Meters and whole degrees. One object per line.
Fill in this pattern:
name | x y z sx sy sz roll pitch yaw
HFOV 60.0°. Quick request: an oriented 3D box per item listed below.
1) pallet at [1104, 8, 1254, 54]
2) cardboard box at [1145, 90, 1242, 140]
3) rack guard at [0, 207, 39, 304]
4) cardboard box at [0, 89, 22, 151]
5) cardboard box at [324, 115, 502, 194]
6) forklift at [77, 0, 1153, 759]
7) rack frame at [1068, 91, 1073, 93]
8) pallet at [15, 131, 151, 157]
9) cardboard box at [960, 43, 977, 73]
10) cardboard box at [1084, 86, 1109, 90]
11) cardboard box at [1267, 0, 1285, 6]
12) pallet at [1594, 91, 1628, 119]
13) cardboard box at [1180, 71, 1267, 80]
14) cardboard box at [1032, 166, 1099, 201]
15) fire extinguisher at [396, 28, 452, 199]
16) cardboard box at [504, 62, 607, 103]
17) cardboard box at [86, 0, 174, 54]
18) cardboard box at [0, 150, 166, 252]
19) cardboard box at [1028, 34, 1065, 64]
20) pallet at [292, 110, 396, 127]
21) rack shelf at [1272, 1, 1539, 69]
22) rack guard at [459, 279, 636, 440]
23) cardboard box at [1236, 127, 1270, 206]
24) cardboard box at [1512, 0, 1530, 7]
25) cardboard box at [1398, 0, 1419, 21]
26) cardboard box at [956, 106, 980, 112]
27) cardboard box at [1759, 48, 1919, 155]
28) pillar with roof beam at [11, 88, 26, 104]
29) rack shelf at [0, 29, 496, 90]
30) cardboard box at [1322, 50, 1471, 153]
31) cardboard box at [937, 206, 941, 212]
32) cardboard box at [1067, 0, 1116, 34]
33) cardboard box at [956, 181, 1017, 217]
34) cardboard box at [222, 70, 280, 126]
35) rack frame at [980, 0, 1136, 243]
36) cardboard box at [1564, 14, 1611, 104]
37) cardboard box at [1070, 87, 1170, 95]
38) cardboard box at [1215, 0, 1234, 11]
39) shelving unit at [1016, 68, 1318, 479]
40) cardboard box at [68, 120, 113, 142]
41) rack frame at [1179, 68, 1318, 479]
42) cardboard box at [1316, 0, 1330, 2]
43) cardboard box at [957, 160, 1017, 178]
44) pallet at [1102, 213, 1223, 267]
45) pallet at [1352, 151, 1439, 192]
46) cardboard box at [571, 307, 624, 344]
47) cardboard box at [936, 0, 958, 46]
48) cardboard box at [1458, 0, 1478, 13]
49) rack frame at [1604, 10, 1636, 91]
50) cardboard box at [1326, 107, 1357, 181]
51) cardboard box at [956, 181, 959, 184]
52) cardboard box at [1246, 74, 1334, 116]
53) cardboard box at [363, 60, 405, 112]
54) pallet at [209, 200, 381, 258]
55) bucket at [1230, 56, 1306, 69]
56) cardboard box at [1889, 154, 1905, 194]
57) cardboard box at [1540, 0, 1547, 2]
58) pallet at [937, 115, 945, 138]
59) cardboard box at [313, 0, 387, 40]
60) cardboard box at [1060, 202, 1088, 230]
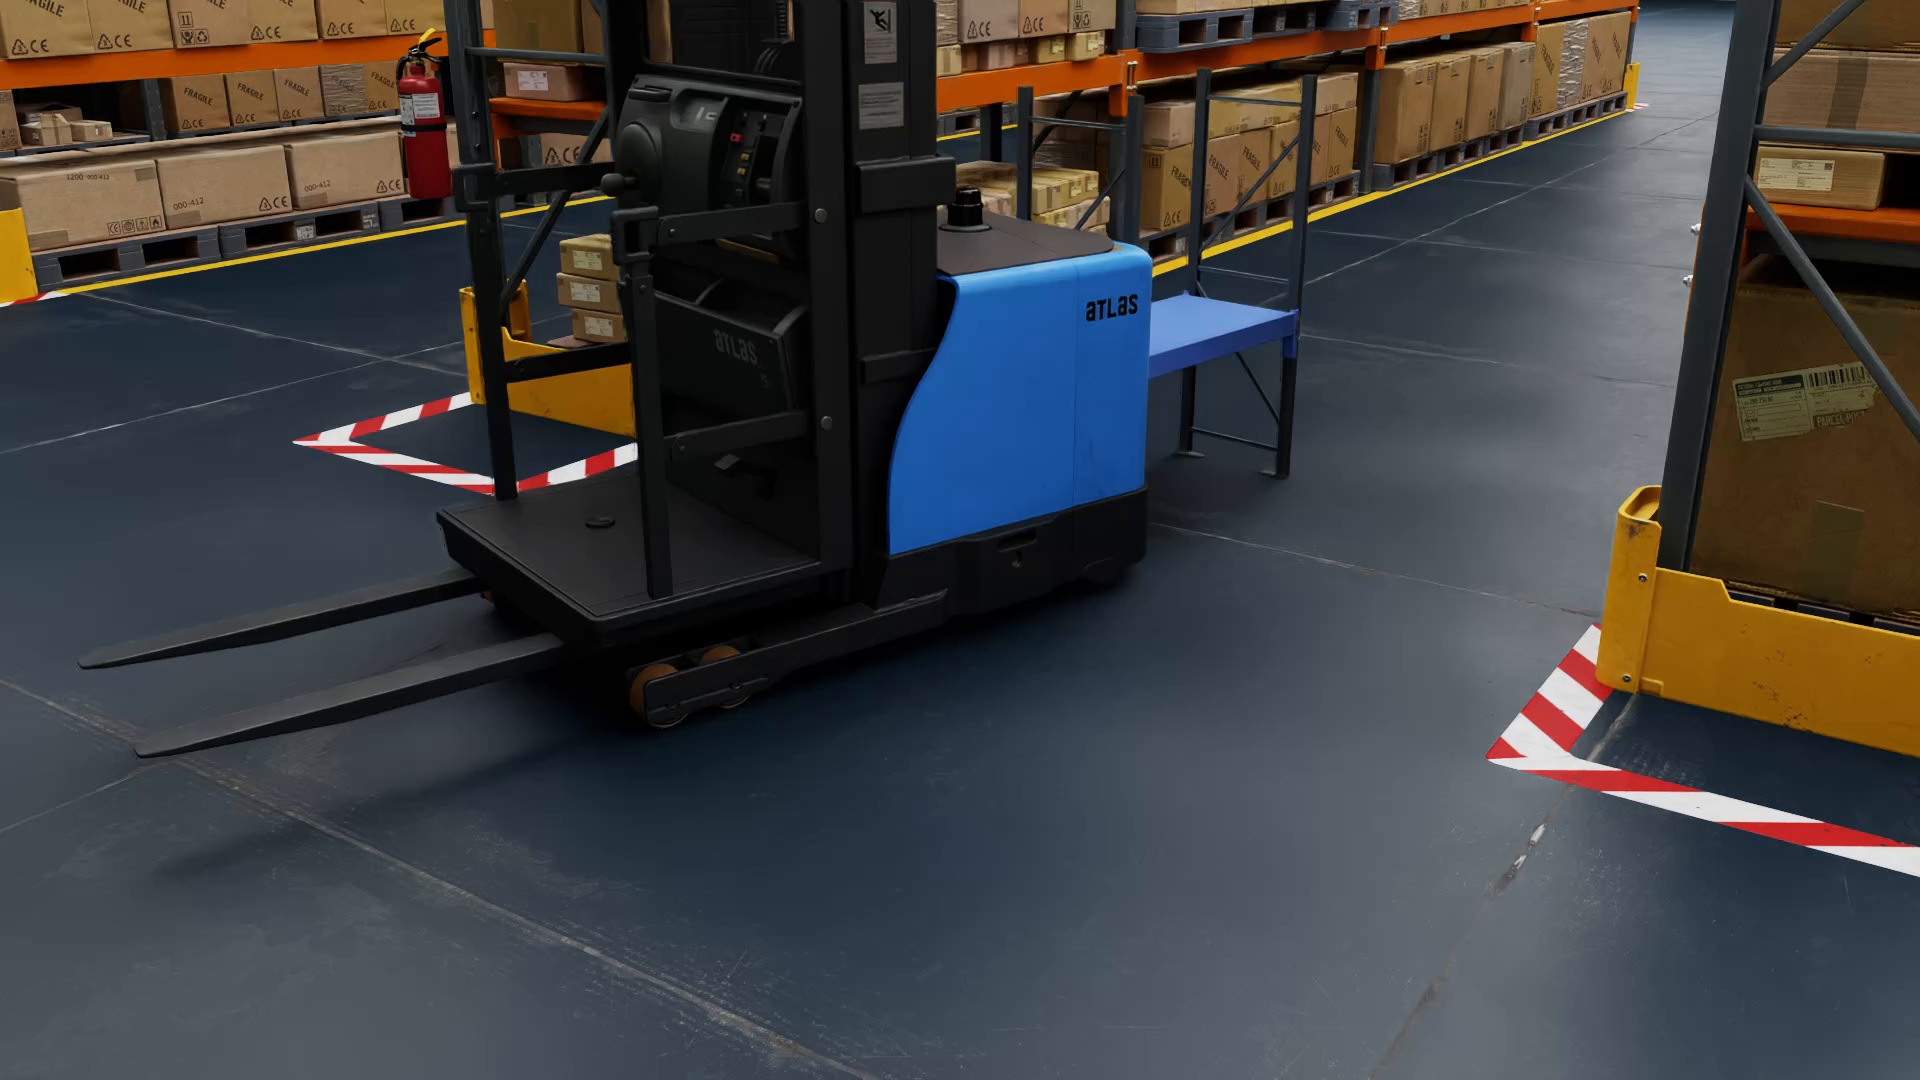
pallet | 1.117 -3.192 10.346 1.003 0.211 1.213 13 24 32
cardboard box | 1.498 -2.781 10.876 0.500 0.250 0.500 14 25 33
rack guard | -5.846 -1.700 9.641 1.175 0.500 0.348 13 24 32
cardboard box | -8.421 -3.564 14.073 0.700 0.500 0.500 12 24 30
cardboard box | -4.025 -2.863 12.270 0.875 0.438 0.875 13 24 31
forklift | -0.871 -1.083 4.467 3.031 2.935 1.130 -15 25 -35
rack frame | 0.913 -6.322 18.534 1.000 3.000 0.127 13 24 32
pallet | -8.078 -3.489 14.894 1.003 0.211 1.213 13 24 32
cardboard box | -0.135 -2.470 8.480 0.380 0.149 0.250 13 24 31
cardboard box | 1.468 -5.346 19.253 0.500 0.250 0.500 12 23 29
cardboard box | 1.898 -3.569 10.846 0.380 0.149 0.250 13 24 31
pallet | 6.928 -4.981 18.927 1.003 0.211 1.213 13 24 32
cardboard box | 1.943 -3.319 12.330 0.500 0.250 0.500 13 24 31
cardboard box | 0.582 -2.077 9.702 0.380 0.149 0.250 14 25 33
fire extinguisher | -2.205 -1.750 6.820 0.296 0.674 0.183 13 24 32
cardboard box | -1.732 -1.974 7.140 0.380 0.149 0.250 13 24 32
cardboard box | -5.064 -3.159 9.836 0.500 0.500 0.500 13 24 31
cardboard box | -5.544 -2.084 10.162 0.875 0.438 0.875 12 24 30
cardboard box | 0.346 -2.685 9.062 0.380 0.149 0.250 14 25 34
pallet | -6.580 -4.278 17.027 1.003 0.211 1.213 13 24 32
rack shelf | 3.940 -4.475 14.576 1.077 0.370 4.000 13 24 32
rack guard | -1.639 -0.792 7.187 1.175 0.500 0.348 13 24 32
cardboard box | 1.781 -2.581 11.416 0.500 0.500 0.500 14 24 33
cardboard box | 4.992 -5.231 15.439 0.500 0.500 0.500 13 24 32
cardboard box | 3.291 -4.361 13.088 0.500 0.500 0.500 14 24 32
cardboard box | -0.170 -4.729 17.409 0.950 0.372 0.625 14 25 34
cardboard box | 2.417 -1.207 4.491 0.500 0.250 0.500 13 24 31
pillar with roof beam | -5.267 -6.944 11.567 9.100 9.000 0.400 13 24 32
rack shelf | -4.708 -3.116 10.902 1.077 0.370 4.000 13 24 32
cardboard box | 3.721 -3.789 14.322 1.050 0.750 0.750 14 24 33
cardboard box | -0.321 -1.638 8.517 0.380 0.149 0.250 13 24 32
cardboard box | 0.529 -3.083 9.204 0.500 0.500 0.500 13 24 32
cardboard box | 0.127 -1.864 9.126 0.380 0.149 0.250 14 25 34
cardboard box | -6.942 -4.268 15.978 0.500 0.500 0.500 13 24 31
rack frame | 0.567 -3.091 9.797 1.000 3.000 0.127 13 24 32
cardboard box | 6.493 -5.274 18.156 0.875 0.875 0.875 13 24 31
cardboard box | 1.076 -2.875 11.130 0.500 0.250 0.500 15 25 34
cardboard box | 1.463 -3.345 10.241 0.380 0.149 0.250 13 24 32
shelving unit | 0.731 -0.872 5.960 0.538 1.500 1.048 18 27 40
cardboard box | -7.761 -3.637 14.777 0.380 0.149 0.250 12 24 30
rack frame | 1.077 -1.001 6.309 0.500 1.500 0.032 18 27 40
cardboard box | 2.340 -3.793 11.453 0.380 0.149 0.250 12 23 29
cardboard box | 0.202 -2.171 9.957 0.380 0.149 0.250 14 25 34
pallet | 1.003 -2.007 10.885 1.003 0.211 1.213 13 24 32
pallet | 3.321 -3.142 13.955 1.003 0.211 1.213 13 24 32
cardboard box | -1.558 -0.995 7.634 0.380 0.149 0.250 14 24 33
cardboard box | -0.354 -2.648 8.028 0.500 0.500 0.500 13 24 30
cardboard box | 4.140 -4.795 14.260 0.500 0.500 0.500 13 24 31
rack frame | 7.313 -6.534 19.105 1.000 3.000 0.127 13 24 32
cardboard box | 2.662 -3.023 12.612 0.500 0.500 0.500 13 24 32
cardboard box | -0.231 -1.942 9.339 0.380 0.149 0.250 13 24 30
cardboard box | 2.373 -3.220 12.064 0.500 0.250 0.500 14 24 33
cardboard box | -6.084 -4.711 17.175 0.500 0.500 0.500 15 25 34
pallet | -4.761 -2.165 11.313 1.003 0.211 1.213 13 24 32
bucket | 3.234 -5.052 17.628 0.620 0.611 0.726 -24 30 -29
cardboard box | 2.436 -1.070 4.697 0.380 0.149 0.250 14 24 32
cardboard box | 5.262 -5.565 16.269 0.875 0.550 0.550 13 24 32
pallet | -0.895 -4.091 16.520 1.003 0.211 1.213 13 24 32
cardboard box | -4.188 -3.595 11.017 0.500 0.500 0.500 13 24 31
cardboard box | 0.511 -1.858 9.539 0.380 0.149 0.250 12 23 29
